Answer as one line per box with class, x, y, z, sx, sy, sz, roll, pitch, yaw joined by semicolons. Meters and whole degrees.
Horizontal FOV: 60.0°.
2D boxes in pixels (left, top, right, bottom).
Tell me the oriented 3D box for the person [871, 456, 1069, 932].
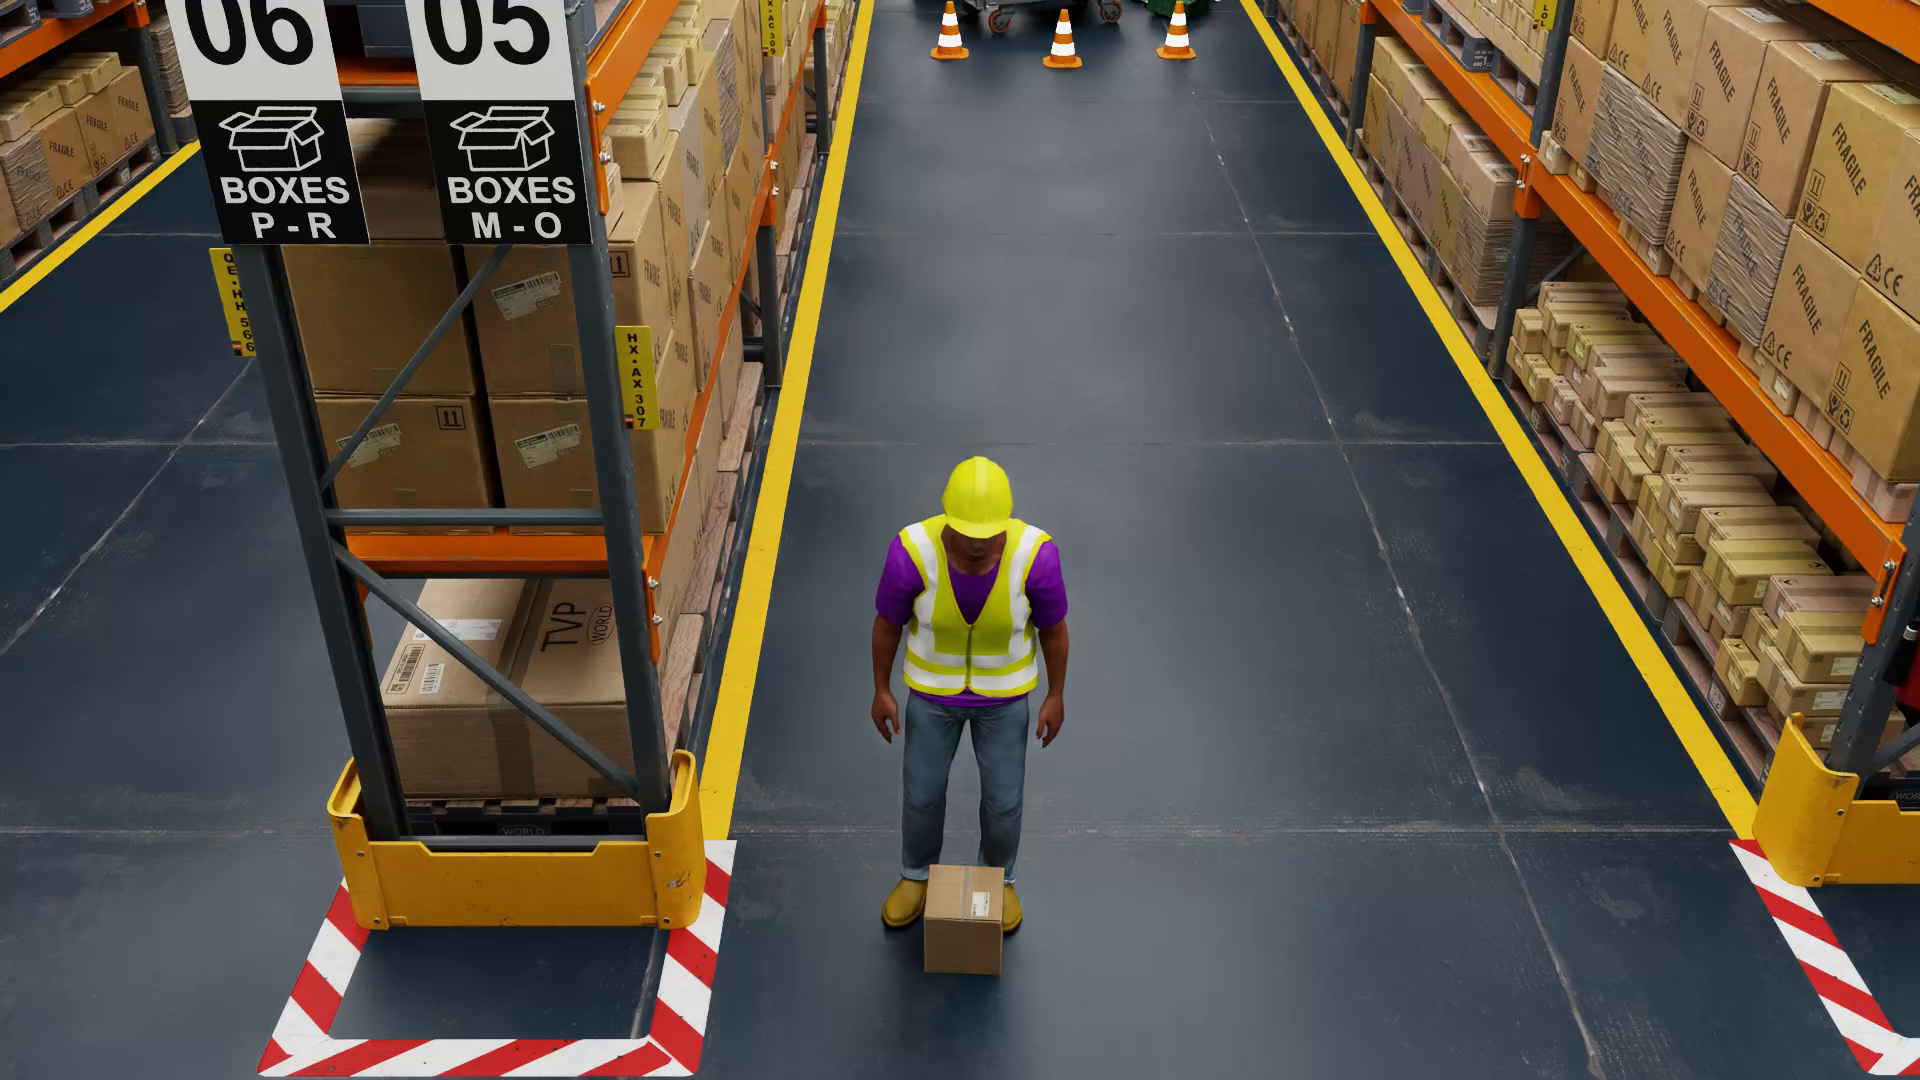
person;0.028;0.495;5.305;0.627;1.759;0.462;1;31;2
